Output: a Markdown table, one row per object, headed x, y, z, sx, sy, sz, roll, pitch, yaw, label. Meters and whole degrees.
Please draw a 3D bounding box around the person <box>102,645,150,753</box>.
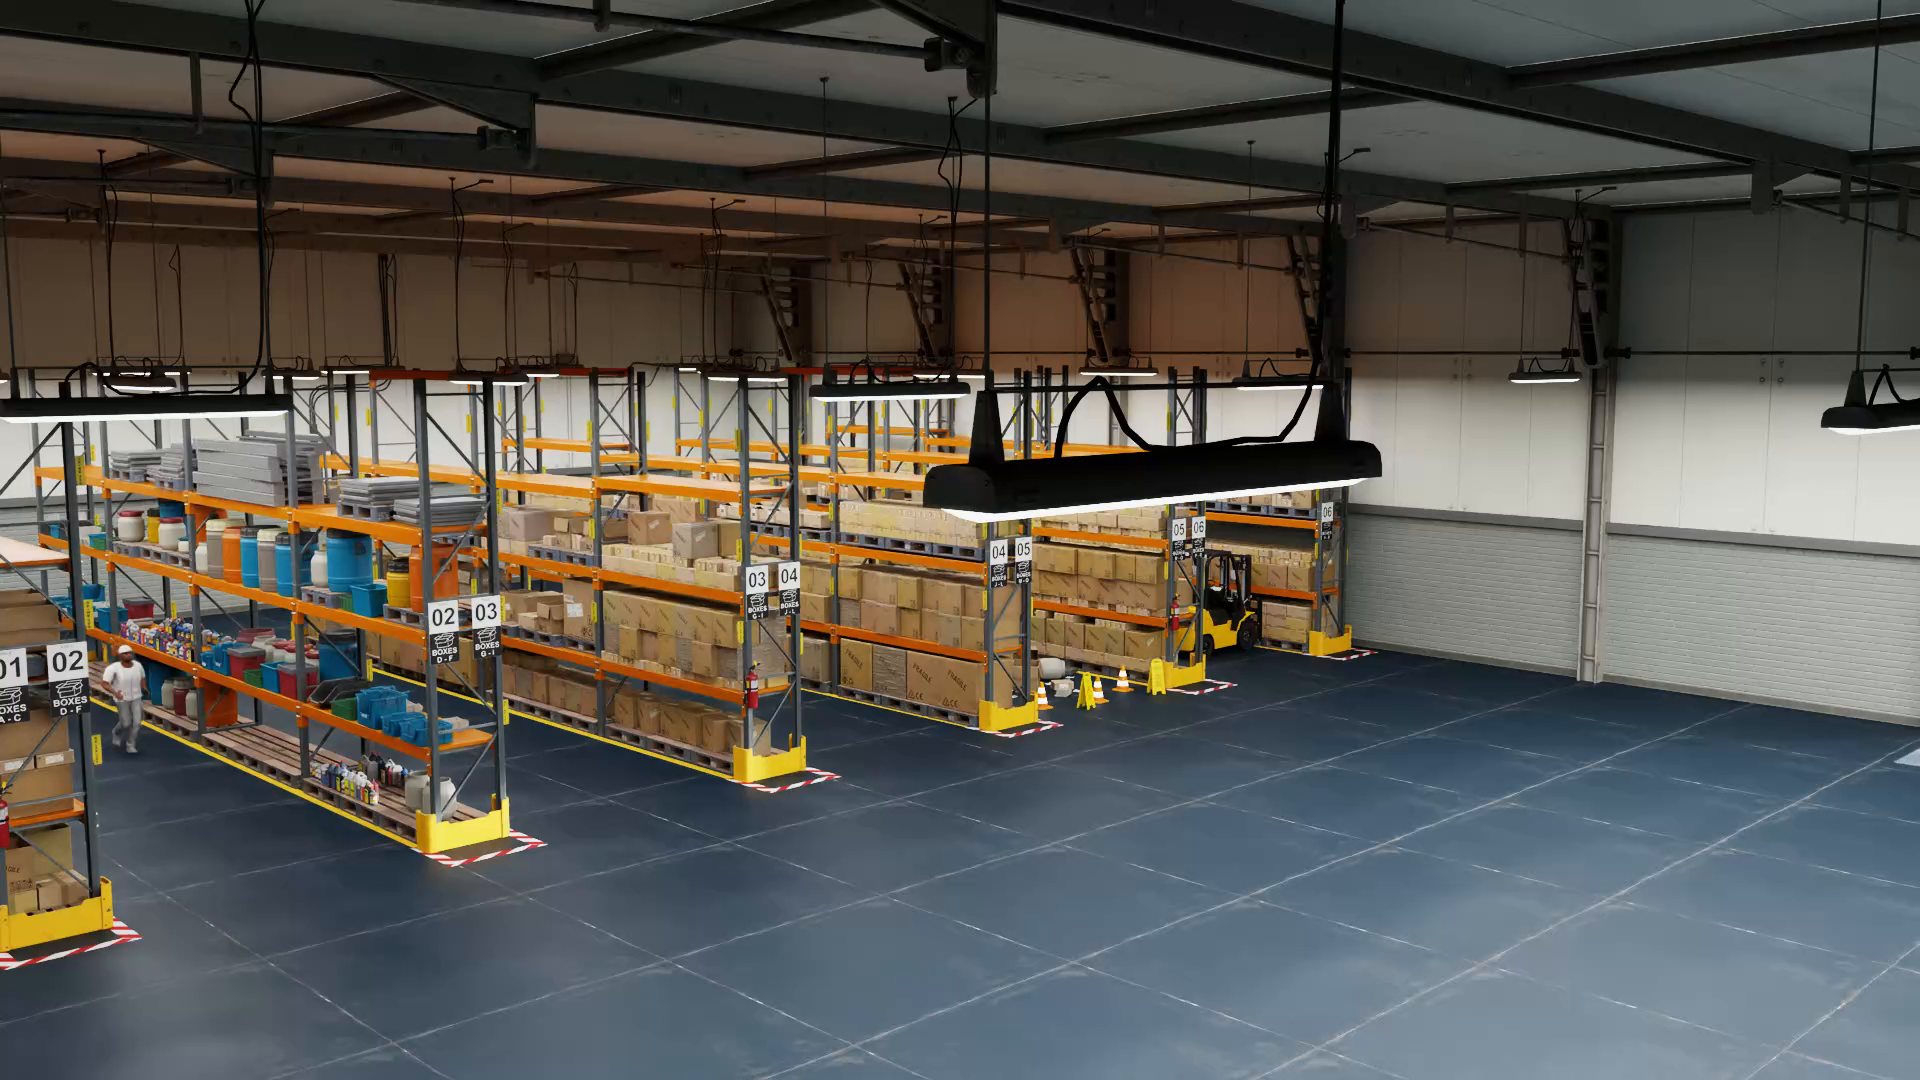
| x | y | z | sx | sy | sz | roll | pitch | yaw | label |
| --- | --- | --- | --- | --- | --- | --- | --- | --- | --- |
| -13.194 | 2.507 | 26.330 | 0.597 | 1.722 | 0.689 | 5 | 8 | 39 | person |
